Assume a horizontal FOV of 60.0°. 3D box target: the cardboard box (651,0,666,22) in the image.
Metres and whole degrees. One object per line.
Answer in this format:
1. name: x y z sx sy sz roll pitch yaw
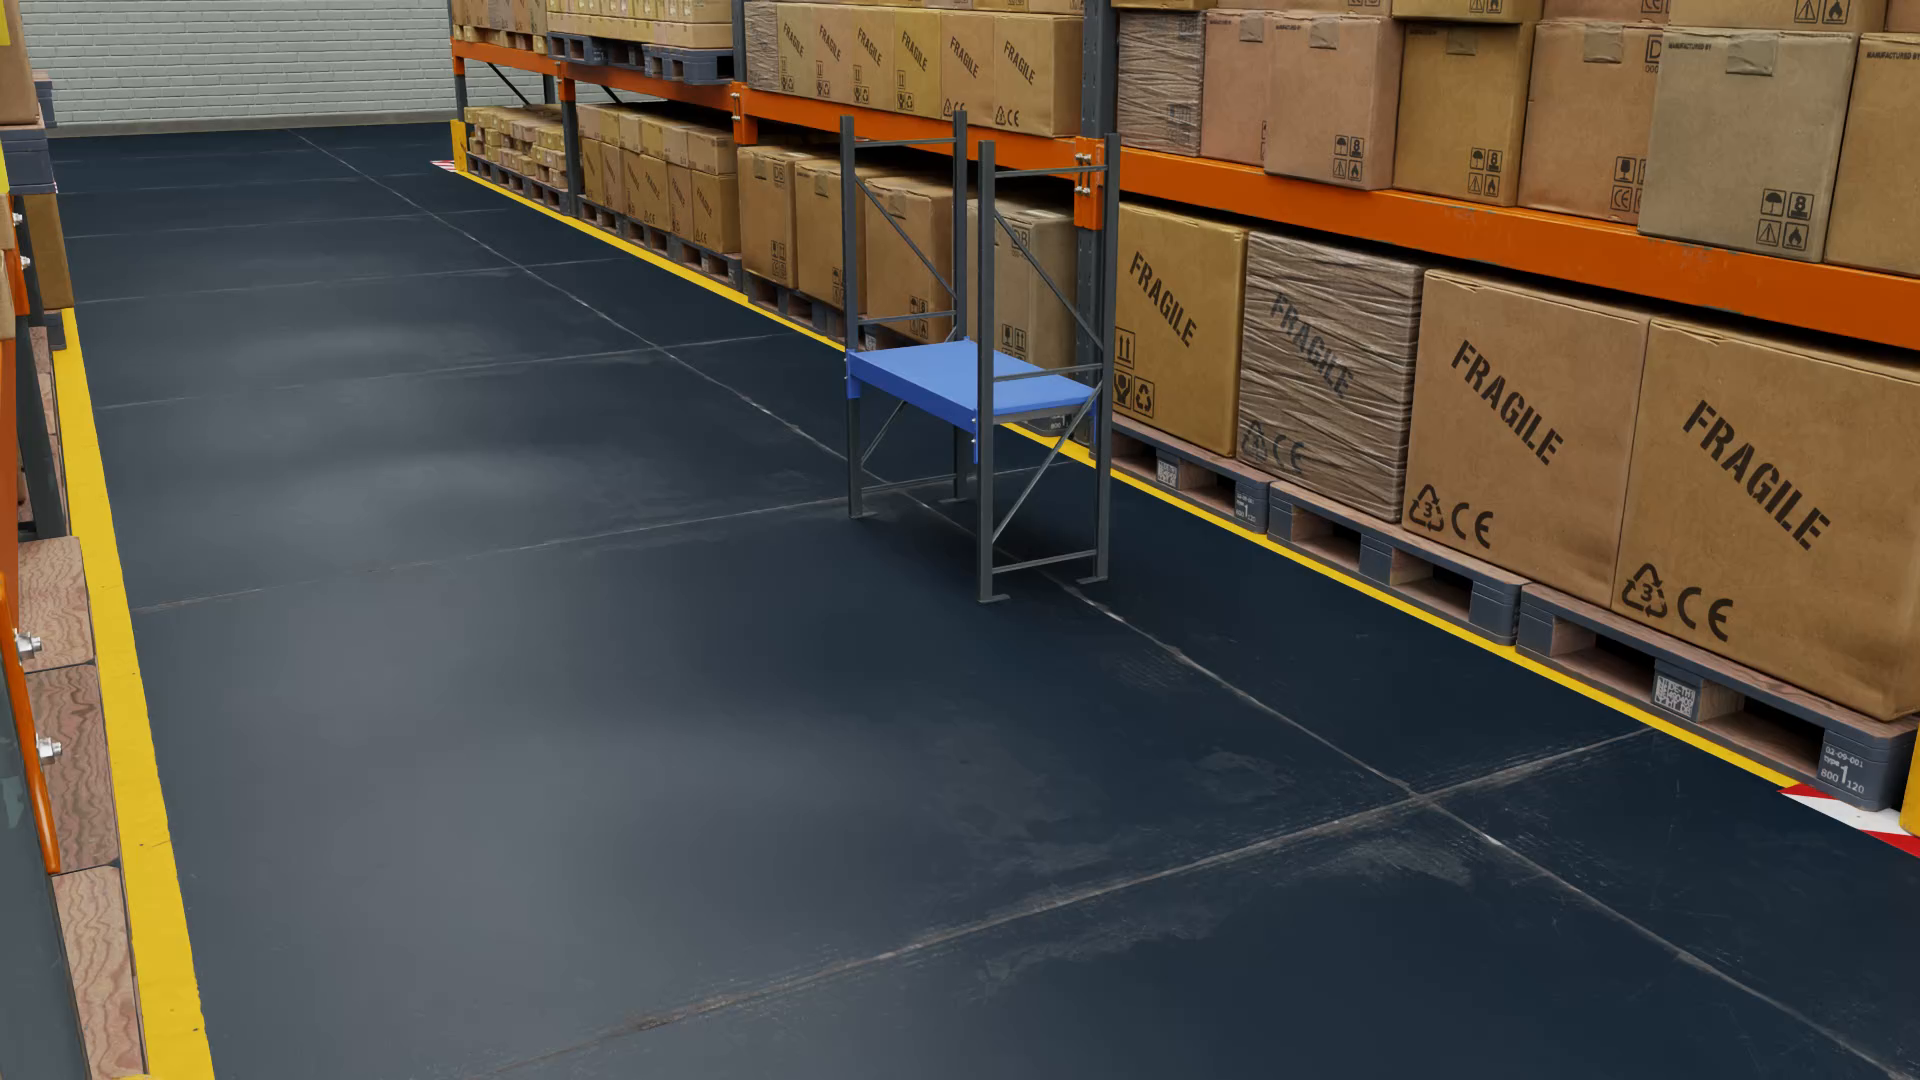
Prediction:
1. cardboard box: -1.819 -3.505 10.976 0.380 0.149 0.250 -9 21 -25

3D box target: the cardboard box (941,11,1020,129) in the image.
1. cardboard box: 0.249 -2.214 7.797 0.500 0.500 0.500 -10 22 -27

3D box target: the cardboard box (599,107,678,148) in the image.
1. cardboard box: -2.454 -3.176 12.776 0.500 0.250 0.500 -9 21 -25

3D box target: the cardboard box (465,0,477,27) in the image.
1. cardboard box: -4.480 -5.225 16.066 0.500 0.500 0.500 -10 21 -27

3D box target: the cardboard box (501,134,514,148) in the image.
1. cardboard box: -4.193 -3.864 16.002 0.380 0.149 0.250 -11 22 -29

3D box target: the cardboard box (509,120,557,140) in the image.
1. cardboard box: -3.909 -3.767 15.265 0.380 0.149 0.250 -11 22 -29

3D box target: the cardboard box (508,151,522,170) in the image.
1. cardboard box: -4.013 -3.567 15.598 0.380 0.149 0.250 -10 21 -27

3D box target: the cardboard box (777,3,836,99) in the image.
1. cardboard box: -0.708 -2.793 9.474 0.500 0.500 0.500 -10 22 -27

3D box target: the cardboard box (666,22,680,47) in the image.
1. cardboard box: -1.683 -3.284 10.790 0.380 0.149 0.250 -10 21 -27

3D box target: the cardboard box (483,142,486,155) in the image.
1. cardboard box: -4.563 -3.947 16.698 0.380 0.149 0.250 -10 21 -27

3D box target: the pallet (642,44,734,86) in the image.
1. pallet: -1.360 -3.159 10.983 1.213 0.211 1.003 -10 21 -27

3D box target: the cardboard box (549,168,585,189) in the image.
1. cardboard box: -3.313 -3.121 14.304 0.380 0.149 0.250 -10 21 -26

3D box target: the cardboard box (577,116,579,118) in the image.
1. cardboard box: -3.528 -3.926 15.725 0.380 0.149 0.250 -10 21 -26

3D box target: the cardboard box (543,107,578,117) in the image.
1. cardboard box: -3.949 -4.242 16.642 0.380 0.149 0.250 -11 22 -28

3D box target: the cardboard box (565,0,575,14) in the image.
1. cardboard box: -2.797 -4.098 12.695 0.380 0.149 0.250 -9 21 -25

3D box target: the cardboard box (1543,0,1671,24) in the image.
1. cardboard box: 2.240 -1.785 4.820 0.875 0.550 0.550 -10 21 -27

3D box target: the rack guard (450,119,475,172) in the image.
1. rack guard: -4.691 -4.155 17.406 1.175 0.500 0.348 -10 21 -27

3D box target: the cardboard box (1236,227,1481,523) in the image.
1. cardboard box: 1.640 -0.658 6.054 0.875 0.875 0.875 -10 21 -26

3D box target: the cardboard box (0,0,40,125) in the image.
1. cardboard box: -3.696 -1.906 5.494 1.000 1.000 1.000 -10 21 -26

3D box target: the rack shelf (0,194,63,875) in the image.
1. rack shelf: -2.492 -0.260 3.390 1.077 0.370 4.000 -10 21 -27

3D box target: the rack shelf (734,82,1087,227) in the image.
1. rack shelf: 0.022 -2.148 8.860 1.077 0.370 4.000 -10 21 -27

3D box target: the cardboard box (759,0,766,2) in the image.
1. cardboard box: -1.111 -3.530 11.047 0.380 0.149 0.250 -9 21 -24

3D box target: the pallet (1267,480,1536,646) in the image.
1. pallet: 1.847 -0.014 5.850 1.003 0.211 1.213 -10 21 -27

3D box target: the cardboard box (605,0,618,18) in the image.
1. cardboard box: -2.300 -3.798 11.824 0.380 0.149 0.250 -10 22 -28

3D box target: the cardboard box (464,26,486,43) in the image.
1. cardboard box: -4.623 -4.944 16.245 0.380 0.149 0.250 -11 22 -28

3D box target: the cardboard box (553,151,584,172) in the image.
1. cardboard box: -3.257 -3.243 14.202 0.380 0.149 0.250 -10 21 -26

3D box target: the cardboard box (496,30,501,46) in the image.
1. cardboard box: -4.076 -4.656 15.411 0.380 0.149 0.250 -9 21 -25

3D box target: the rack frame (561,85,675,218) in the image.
1. rack frame: -2.827 -4.210 13.734 1.000 3.000 0.127 -10 21 -27

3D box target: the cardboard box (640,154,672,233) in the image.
1. cardboard box: -1.979 -2.526 12.042 0.500 0.500 0.500 -11 22 -29

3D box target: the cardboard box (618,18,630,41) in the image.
1. cardboard box: -2.171 -3.581 11.652 0.380 0.149 0.250 -9 21 -25

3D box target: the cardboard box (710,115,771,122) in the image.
1. cardboard box: -1.507 -2.958 12.145 0.500 0.250 0.500 -10 21 -26

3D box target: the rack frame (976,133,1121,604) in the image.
1. rack frame: 0.282 -0.539 5.393 0.500 1.500 0.032 -10 21 -27

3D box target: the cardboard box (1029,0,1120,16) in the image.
1. cardboard box: 0.731 -2.575 7.310 0.700 0.500 0.500 -10 22 -28

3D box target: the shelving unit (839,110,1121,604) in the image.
1. shelving unit: 0.041 -0.684 5.816 0.538 1.500 1.048 -10 21 -27

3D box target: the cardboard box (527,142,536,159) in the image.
1. cardboard box: -3.710 -3.550 15.092 0.380 0.149 0.250 -9 21 -25

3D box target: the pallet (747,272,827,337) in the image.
1. pallet: -0.620 -1.506 10.172 1.003 0.211 1.213 -10 21 -27

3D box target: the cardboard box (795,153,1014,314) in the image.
1. cardboard box: -0.300 -1.758 9.432 1.050 0.750 0.750 -10 21 -26

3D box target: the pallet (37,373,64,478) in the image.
1. pallet: -4.396 -0.430 7.055 1.003 0.211 1.213 -10 21 -27

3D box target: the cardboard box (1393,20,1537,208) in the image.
1. cardboard box: 1.931 -1.416 5.407 0.875 0.550 0.500 -10 21 -27

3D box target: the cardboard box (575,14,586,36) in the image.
1. cardboard box: -2.675 -3.882 12.525 0.380 0.149 0.250 -10 21 -26

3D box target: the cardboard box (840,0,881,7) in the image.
1. cardboard box: -0.237 -3.160 9.003 0.700 0.500 0.500 -10 22 -27

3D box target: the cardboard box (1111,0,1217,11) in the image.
1. cardboard box: 1.117 -2.384 6.556 0.875 0.550 0.550 -10 21 -27

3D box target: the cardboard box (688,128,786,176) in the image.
1. cardboard box: -1.483 -2.589 11.075 0.500 0.250 0.500 -11 22 -28

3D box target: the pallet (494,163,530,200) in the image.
1. pallet: -3.761 -3.430 15.748 1.003 0.211 1.213 -10 21 -27

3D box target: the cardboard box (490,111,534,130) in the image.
1. cardboard box: -4.343 -4.077 16.161 0.380 0.149 0.250 -11 22 -29

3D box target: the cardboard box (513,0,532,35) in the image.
1. cardboard box: -3.551 -4.642 14.378 0.500 0.500 0.500 -11 22 -28

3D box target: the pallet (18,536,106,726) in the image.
1. pallet: -3.091 0.331 4.848 1.003 0.211 1.213 -10 21 -27

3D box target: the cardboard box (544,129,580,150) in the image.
1. cardboard box: -3.382 -3.471 14.408 0.380 0.149 0.250 -10 21 -26

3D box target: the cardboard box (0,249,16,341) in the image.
1. cardboard box: -2.094 -0.472 3.285 0.380 0.149 0.250 -10 21 -27
